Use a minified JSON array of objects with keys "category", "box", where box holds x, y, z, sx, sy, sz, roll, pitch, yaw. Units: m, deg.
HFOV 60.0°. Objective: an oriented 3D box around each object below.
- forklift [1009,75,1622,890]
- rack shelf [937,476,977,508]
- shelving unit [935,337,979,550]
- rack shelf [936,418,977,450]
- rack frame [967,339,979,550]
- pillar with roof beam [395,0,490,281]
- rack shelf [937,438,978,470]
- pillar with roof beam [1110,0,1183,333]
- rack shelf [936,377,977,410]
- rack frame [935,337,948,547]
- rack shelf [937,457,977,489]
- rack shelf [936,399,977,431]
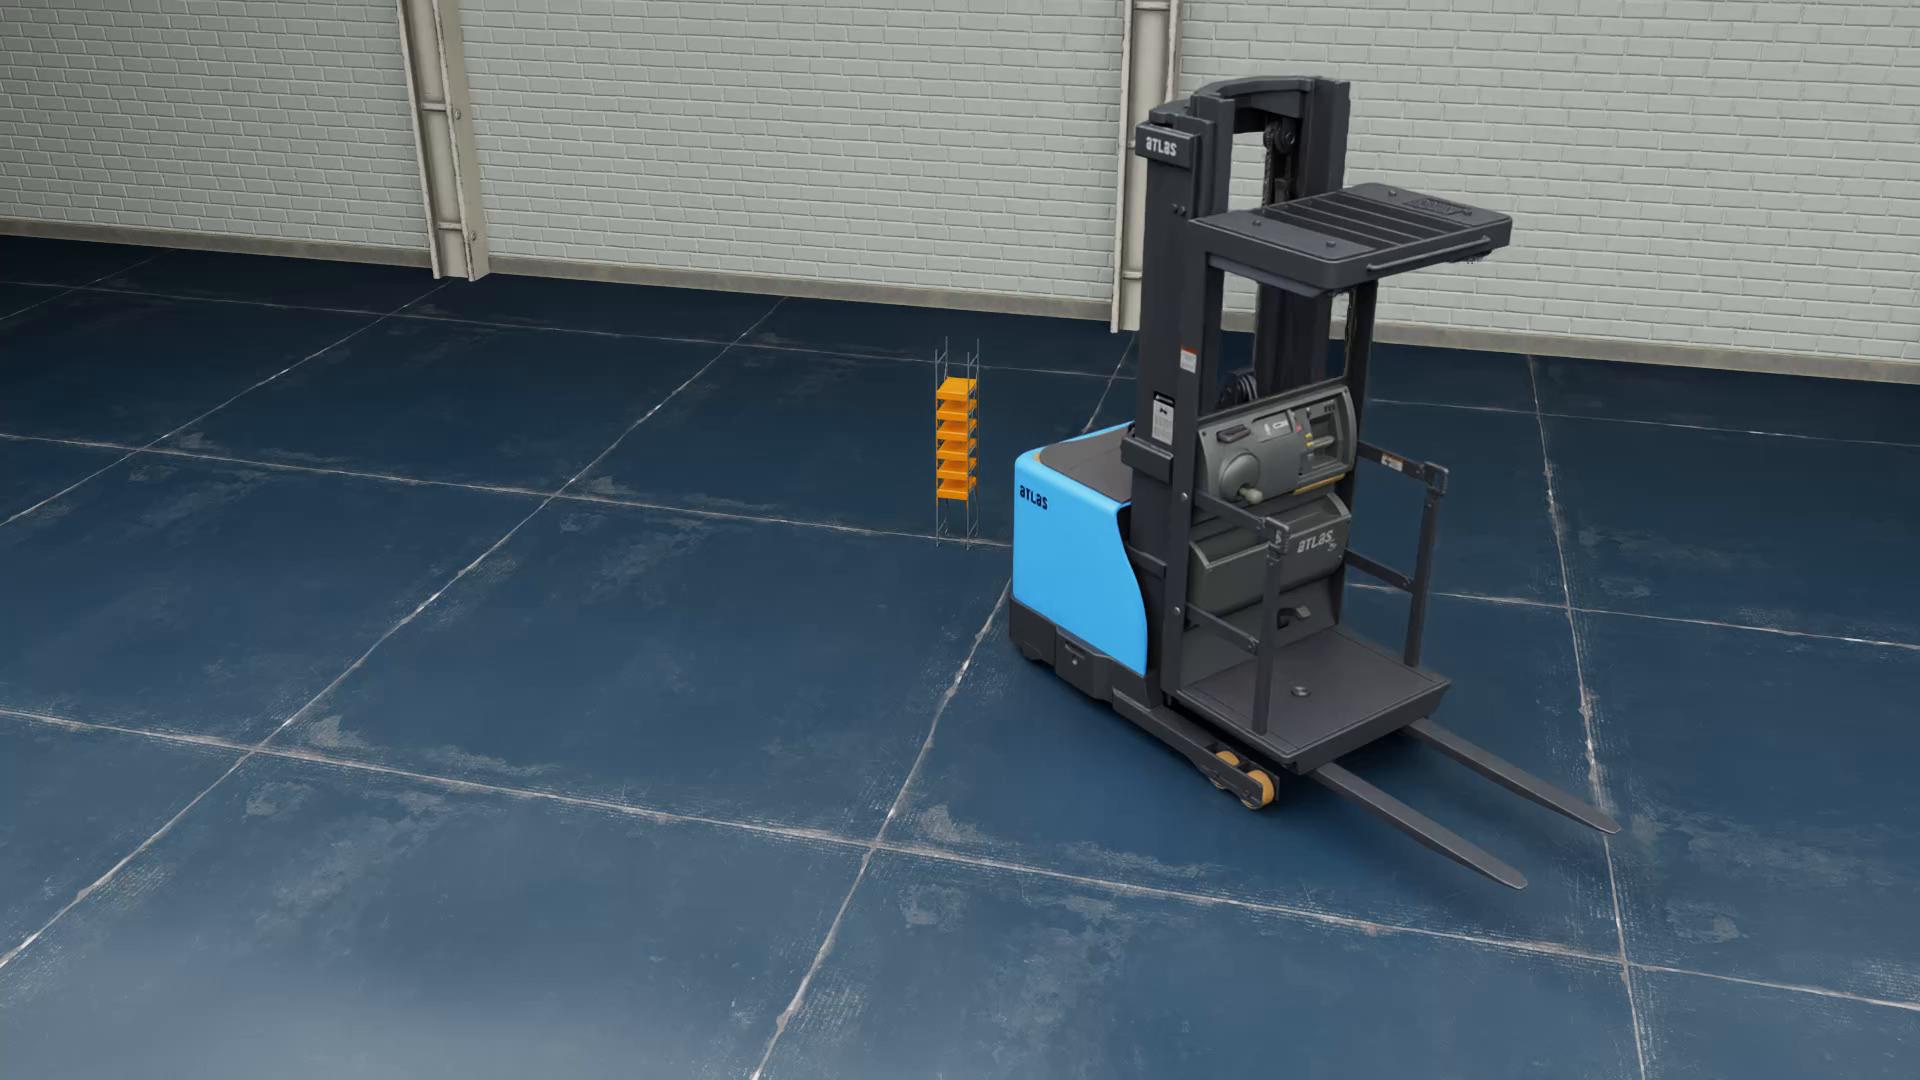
[{"category":"forklift","box":[1.529,-0.386,7.150,1.130,2.935,3.031,-18,31,-32]},{"category":"rack shelf","box":[-0.014,-0.286,9.618,0.180,0.103,0.258,6,26,13]},{"category":"shelving unit","box":[-0.014,-0.543,9.495,0.189,1.200,0.258,6,26,13]},{"category":"rack shelf","box":[-0.014,-0.612,9.463,0.180,0.103,0.258,6,26,13]},{"category":"rack frame","box":[0.075,-0.533,9.475,0.006,1.200,0.240,6,26,13]},{"category":"pillar with roof beam","box":[-5.457,-4.609,8.962,0.400,9.000,9.100,6,26,13]},{"category":"rack shelf","box":[-0.014,-0.503,9.514,0.180,0.103,0.258,6,26,13]},{"category":"pillar with roof beam","box":[0.353,-3.967,7.613,0.400,9.000,9.100,6,26,13]},{"category":"rack shelf","box":[-0.014,-0.828,9.360,0.180,0.103,0.258,6,26,13]},{"category":"rack frame","box":[-0.103,-0.553,9.516,0.006,1.200,0.240,6,26,13]},{"category":"rack shelf","box":[-0.014,-0.395,9.566,0.180,0.103,0.258,6,26,13]},{"category":"rack shelf","box":[-0.014,-0.720,9.411,0.180,0.103,0.258,6,26,13]}]
